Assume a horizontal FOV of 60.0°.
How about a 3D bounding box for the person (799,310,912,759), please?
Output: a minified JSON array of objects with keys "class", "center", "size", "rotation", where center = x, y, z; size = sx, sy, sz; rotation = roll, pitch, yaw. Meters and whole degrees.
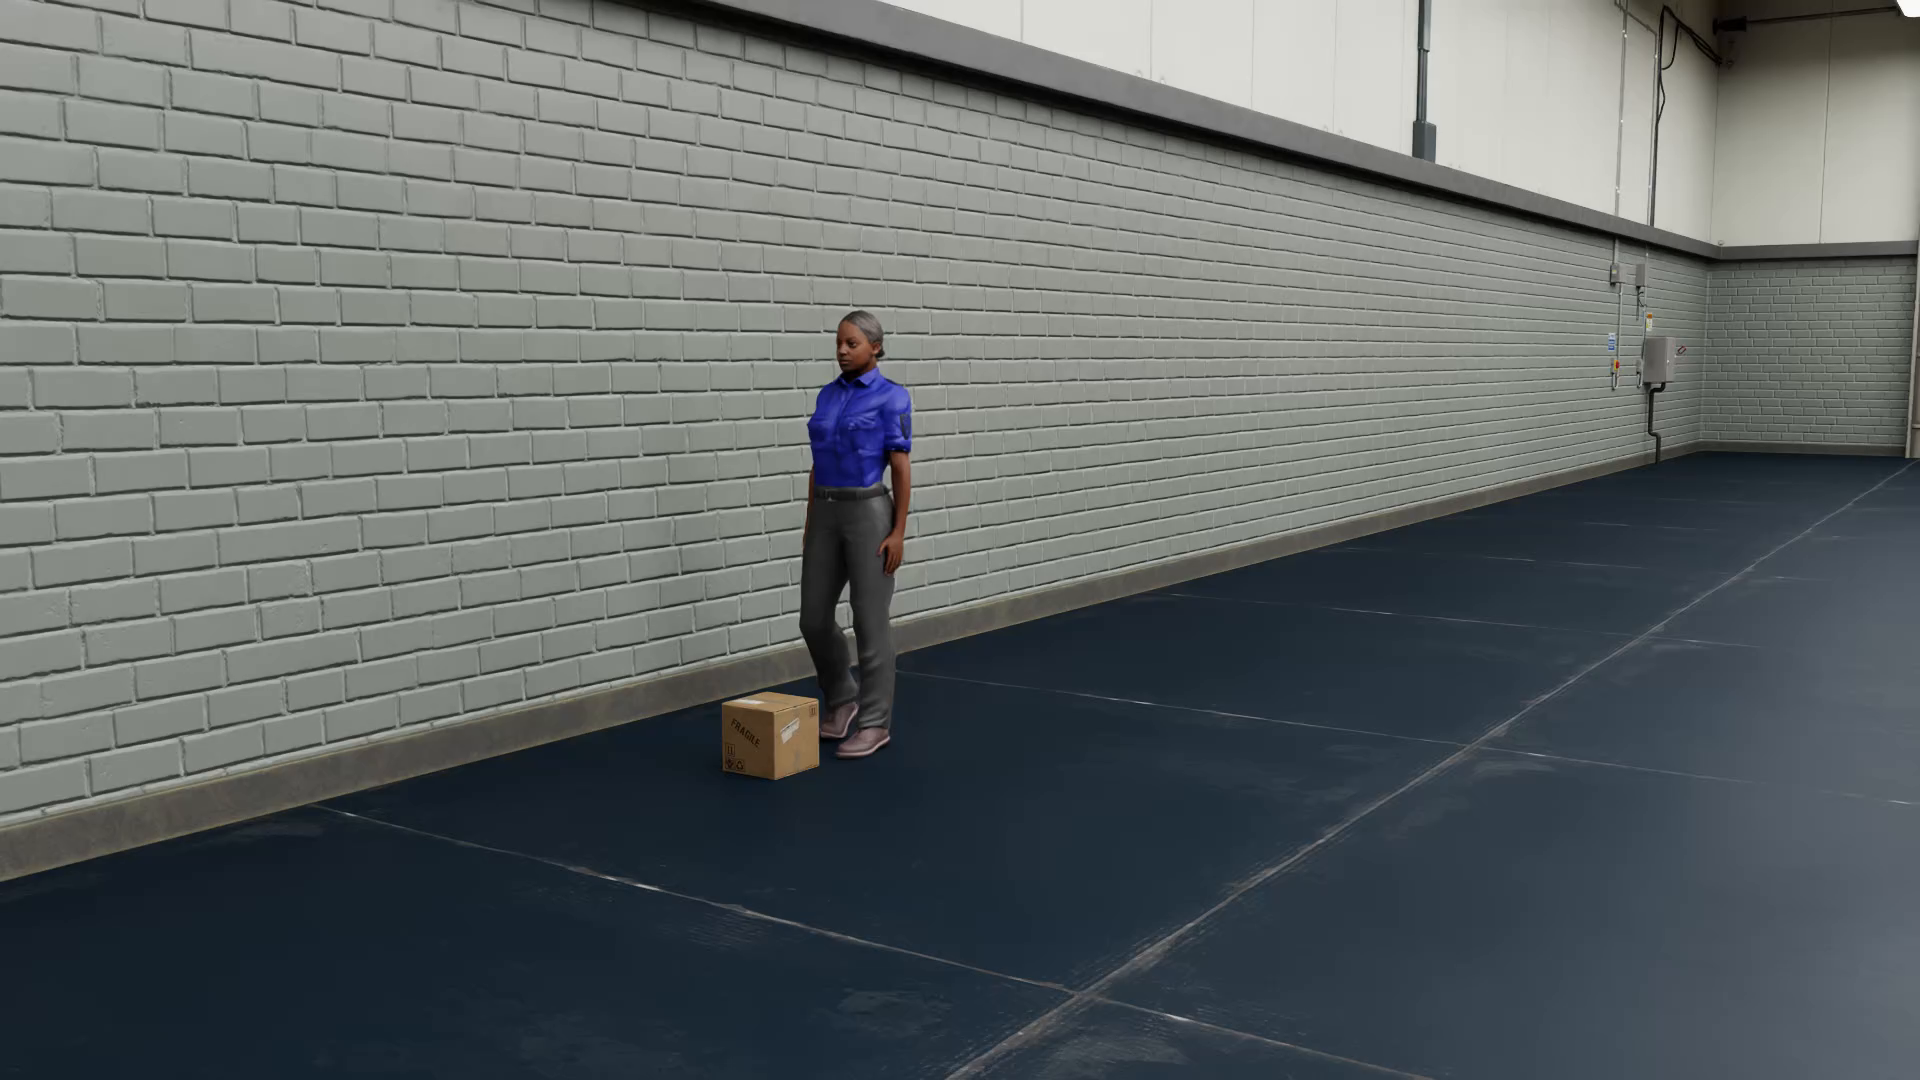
[{"class":"person","center":[-0.410,-0.036,6.334],"size":[0.462,1.667,0.460],"rotation":[4,8,34]}]
